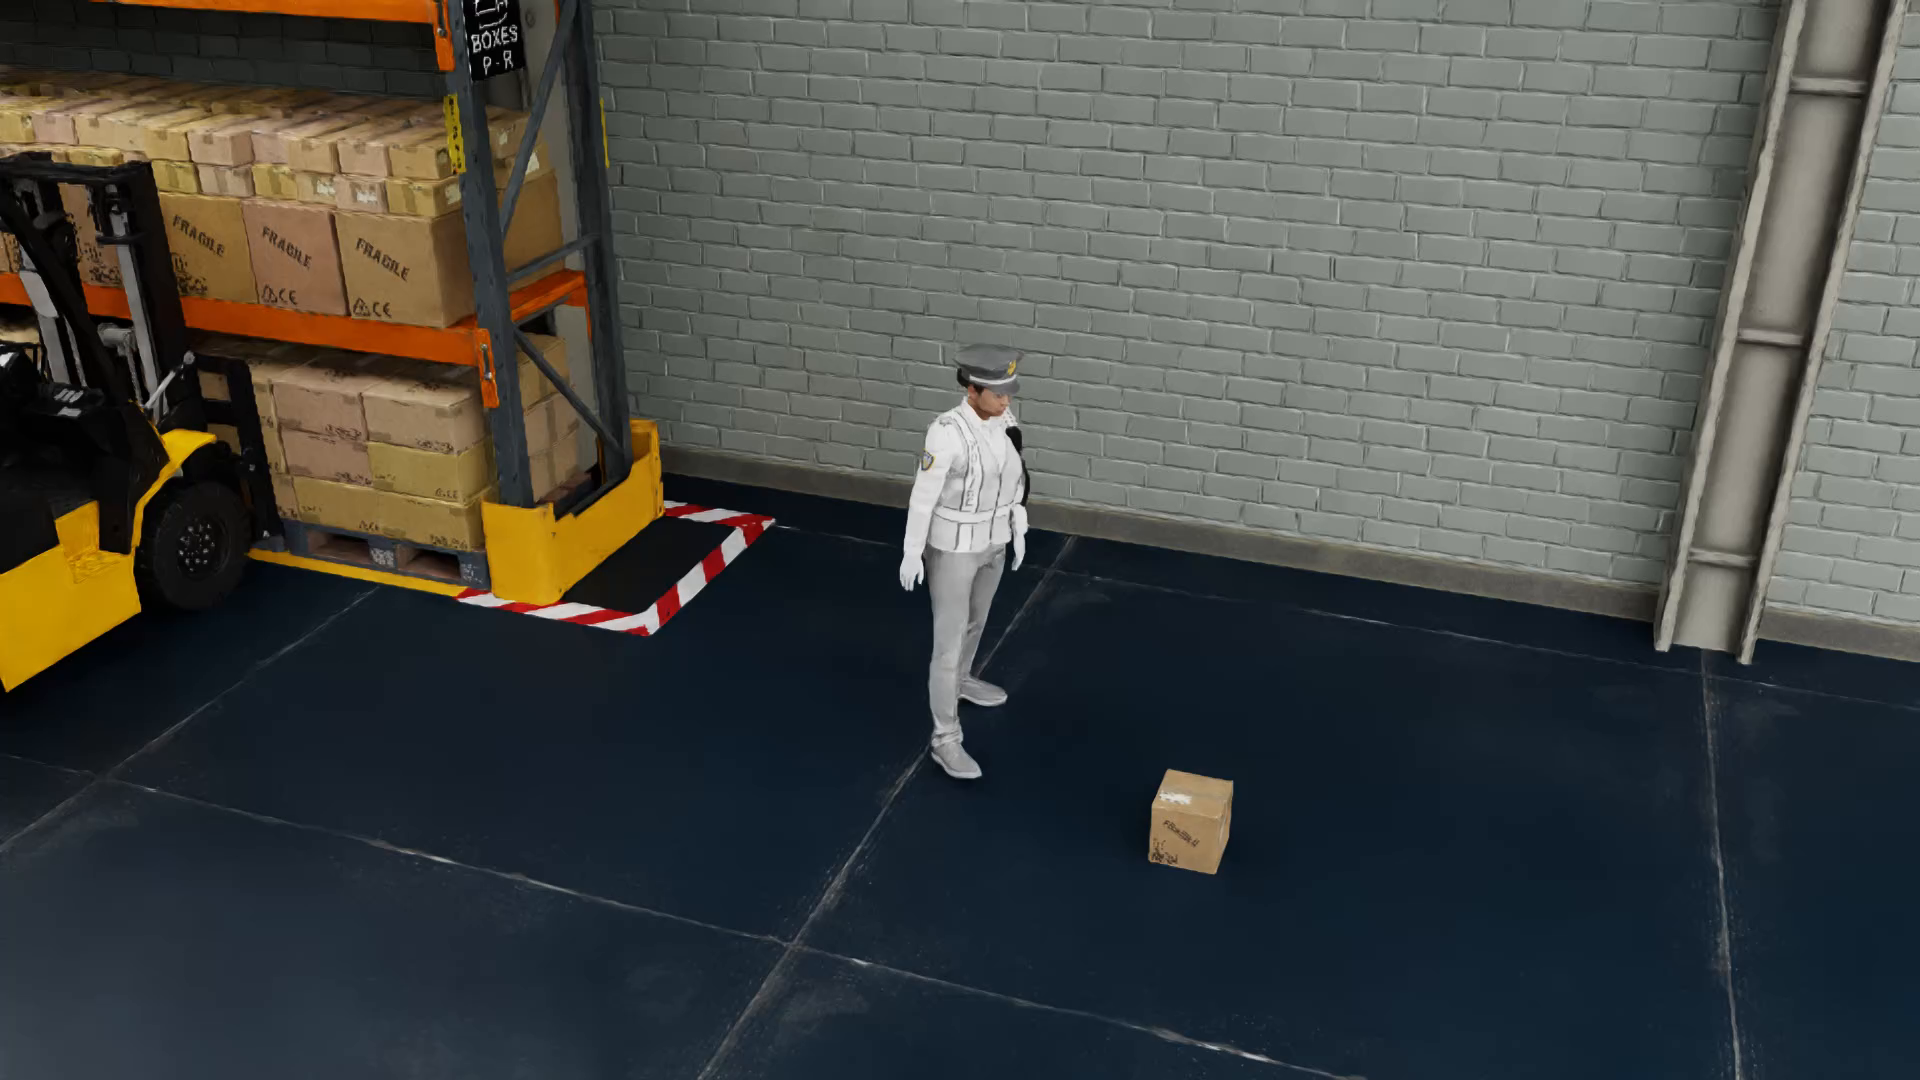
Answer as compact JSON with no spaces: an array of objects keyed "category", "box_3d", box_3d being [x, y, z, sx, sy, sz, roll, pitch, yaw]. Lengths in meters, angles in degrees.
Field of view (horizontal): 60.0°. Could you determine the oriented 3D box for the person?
[{"category":"person","box_3d":[0.041,0.048,6.475,0.618,1.649,0.649,23,34,39]}]
